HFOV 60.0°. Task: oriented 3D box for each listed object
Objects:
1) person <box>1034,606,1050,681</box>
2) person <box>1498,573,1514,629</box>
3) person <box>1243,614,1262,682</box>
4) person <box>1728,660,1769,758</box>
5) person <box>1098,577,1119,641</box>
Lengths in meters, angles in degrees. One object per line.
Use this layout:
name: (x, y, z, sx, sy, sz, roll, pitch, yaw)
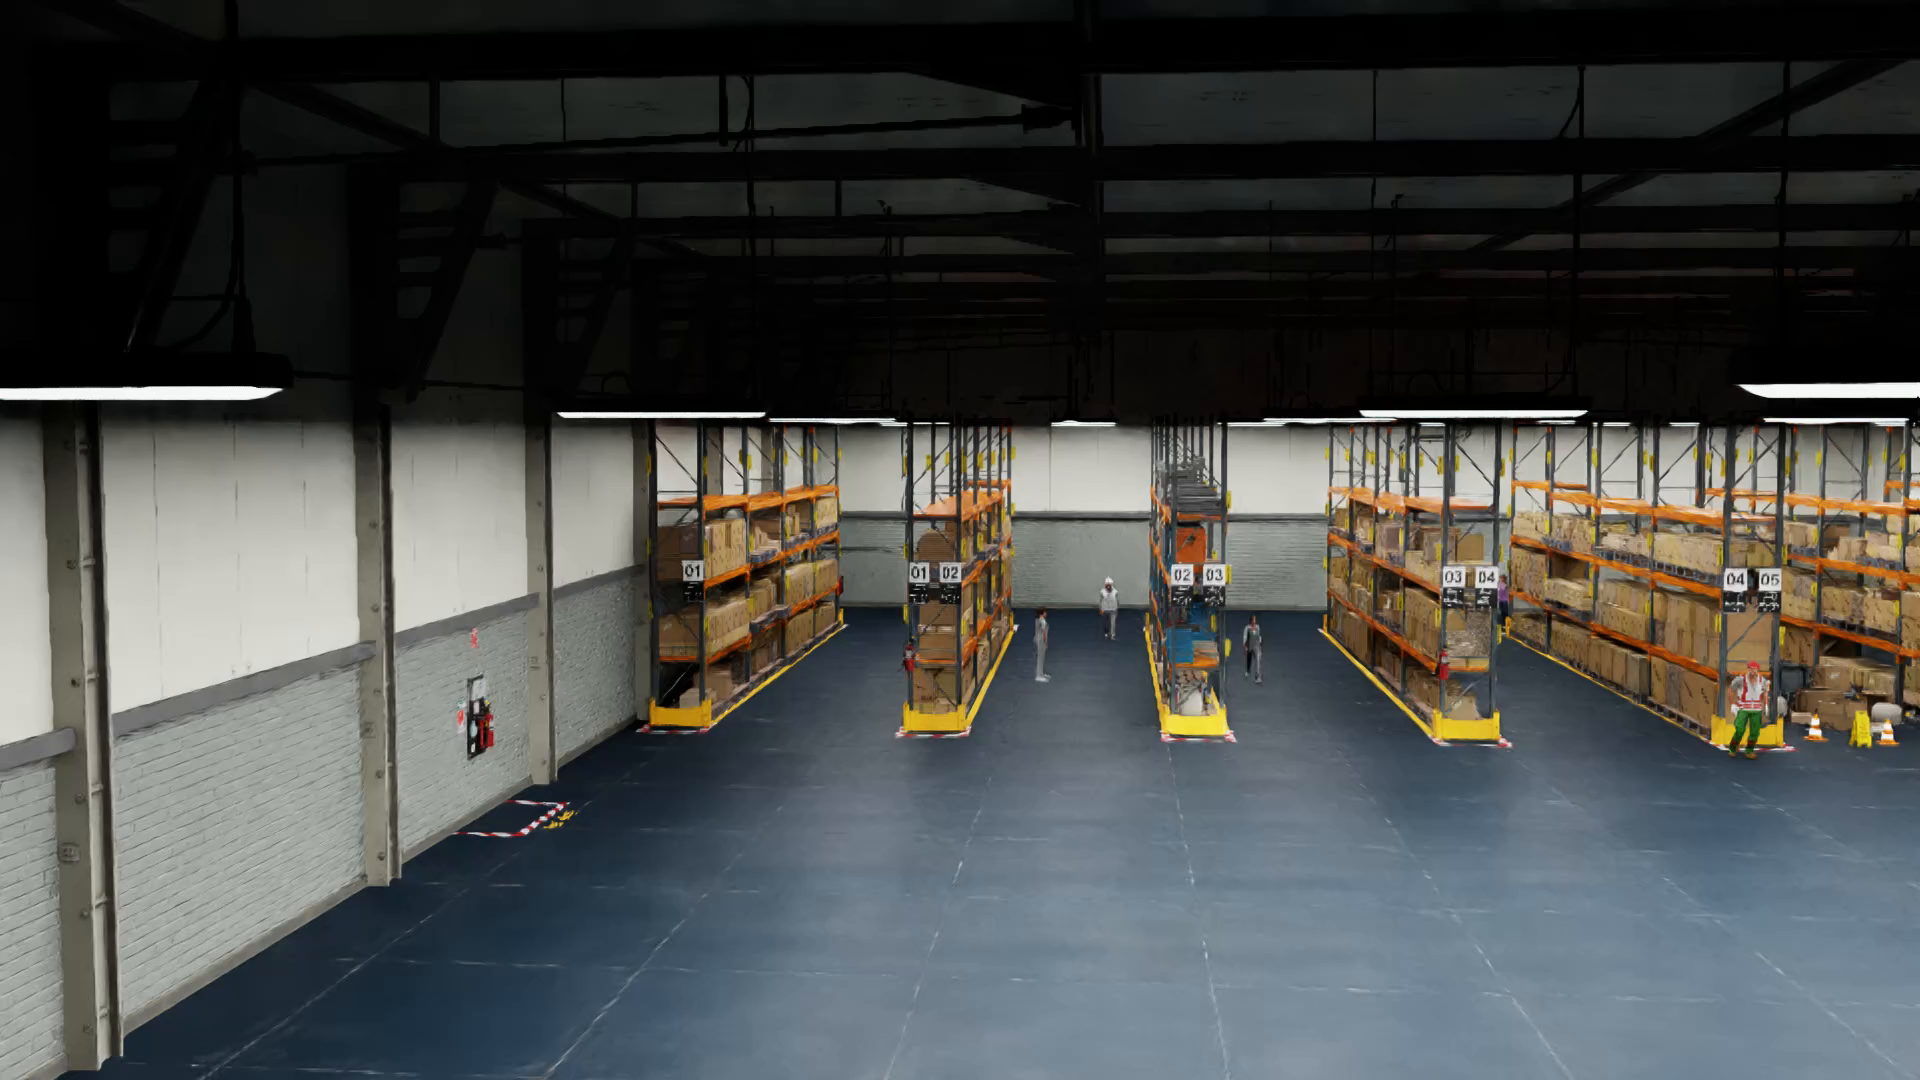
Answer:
person: (1.888, 2.329, 37.761, 0.454, 1.679, 0.537, -1, 4, -20)
person: (15.531, 1.740, 47.264, 0.447, 1.590, 0.532, -2, 4, -28)
person: (6.594, 2.421, 37.545, 0.419, 1.514, 1.038, 0, 4, 3)
person: (13.635, 2.926, 28.748, 0.677, 1.742, 0.552, 0, 4, 4)
person: (4.001, 1.847, 44.838, 0.543, 1.700, 1.115, 0, 4, 7)
